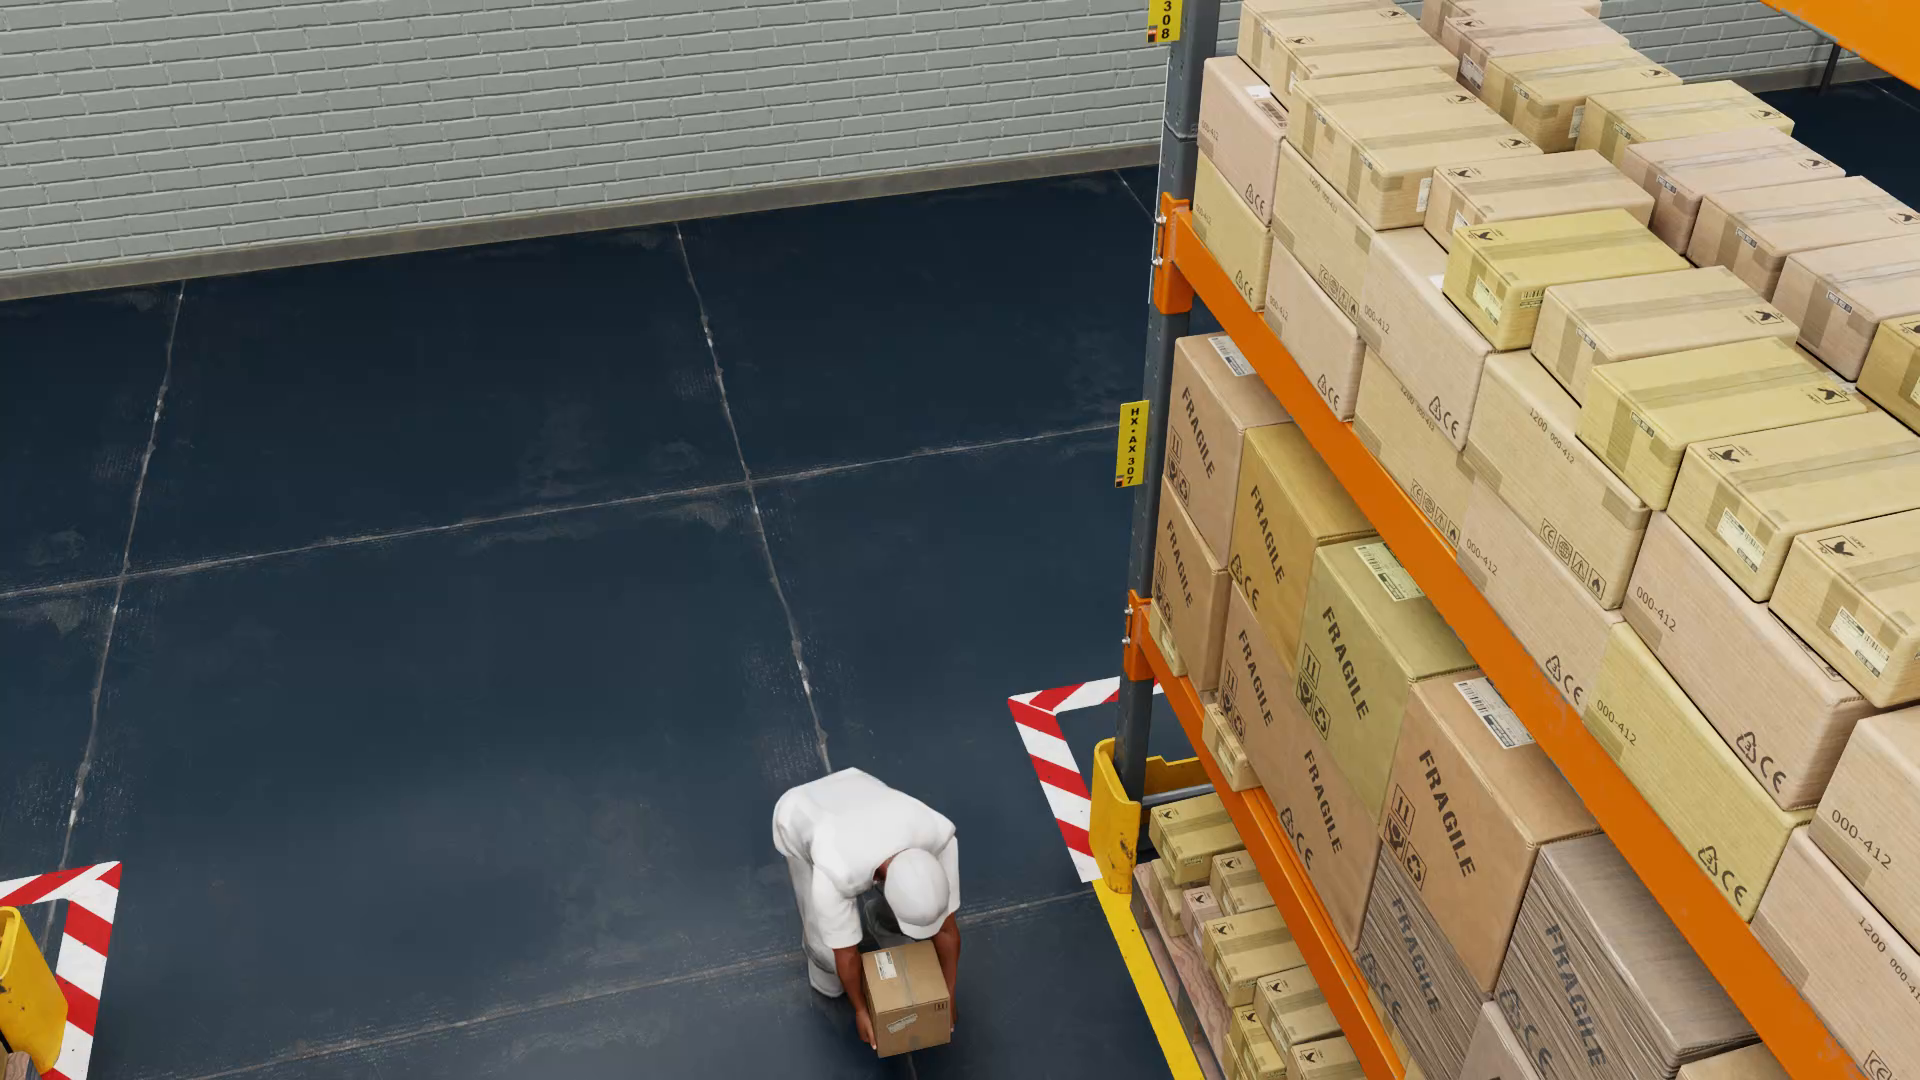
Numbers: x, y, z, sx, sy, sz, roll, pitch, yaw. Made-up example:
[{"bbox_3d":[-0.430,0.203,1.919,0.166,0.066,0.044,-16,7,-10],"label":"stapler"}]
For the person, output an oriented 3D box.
[{"bbox_3d":[-0.294,1.221,5.750,0.532,1.010,0.924,-16,41,-20],"label":"person"}]
